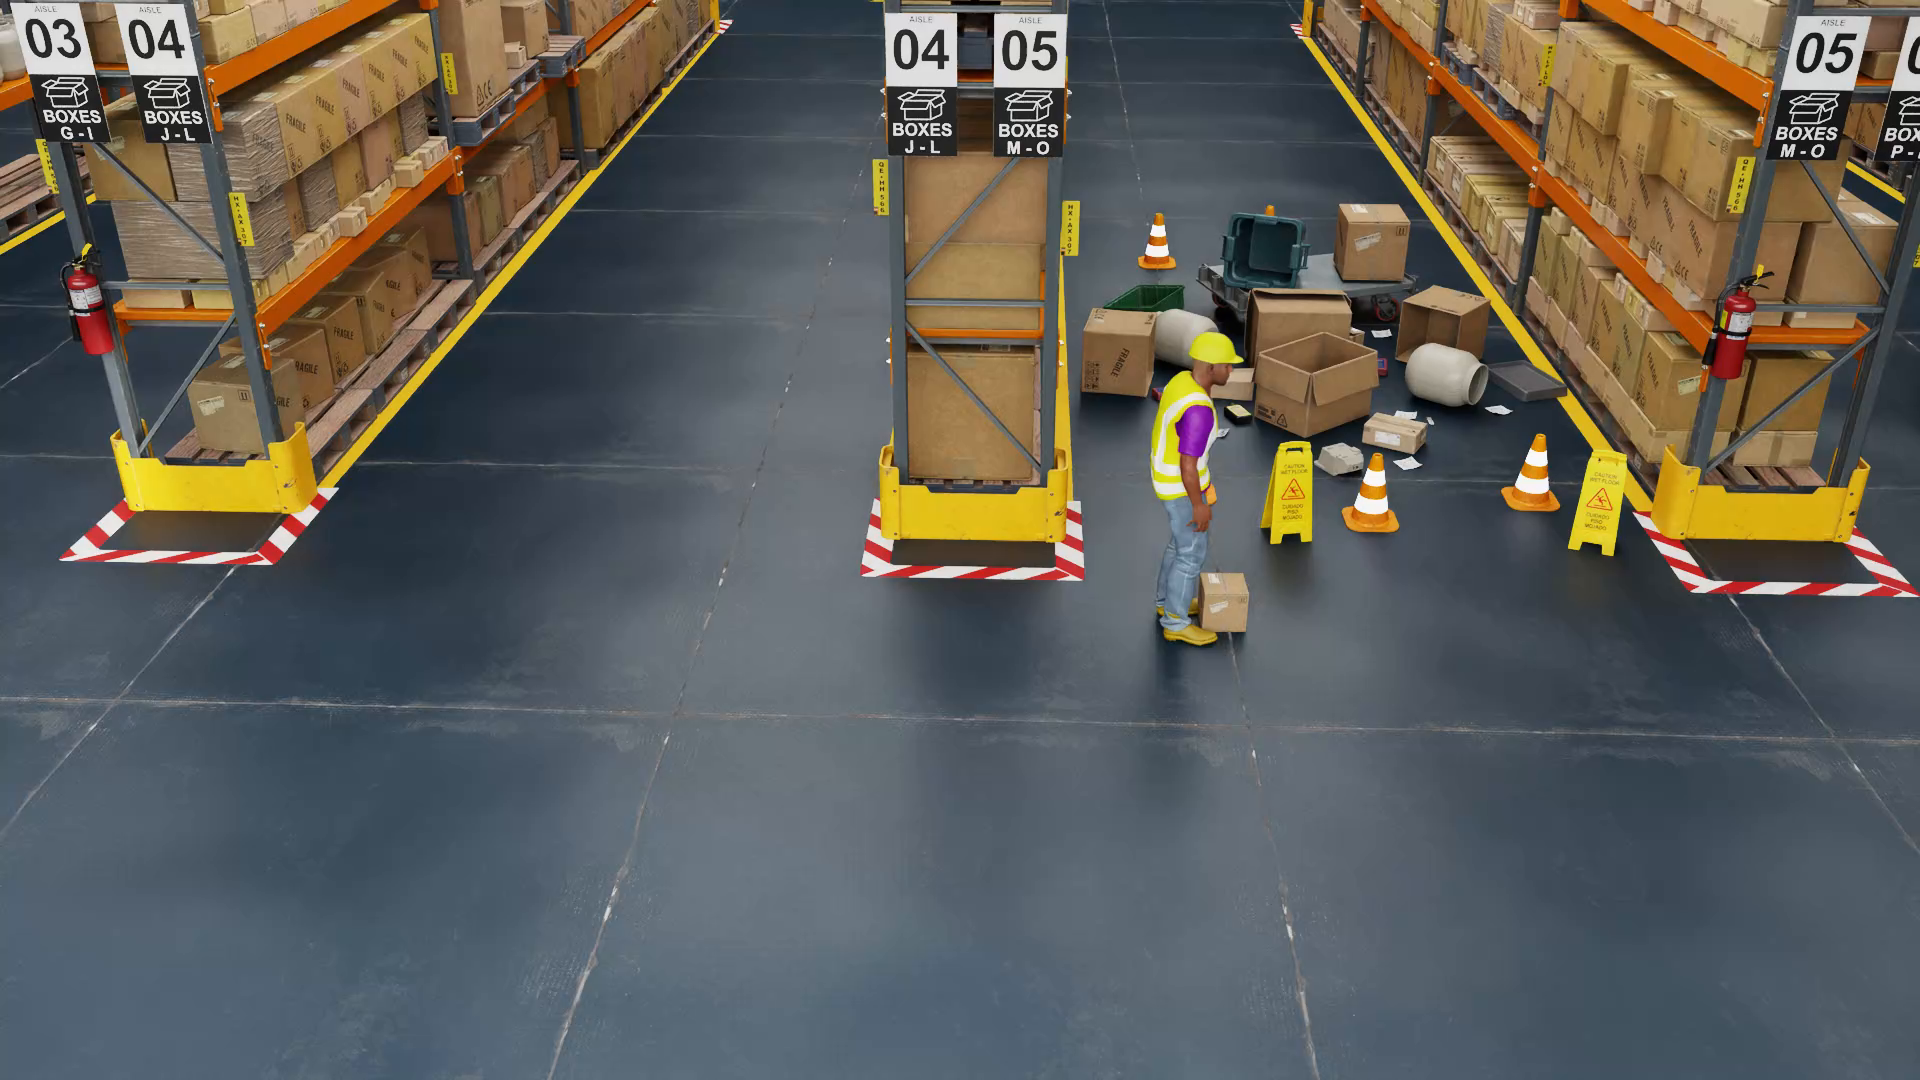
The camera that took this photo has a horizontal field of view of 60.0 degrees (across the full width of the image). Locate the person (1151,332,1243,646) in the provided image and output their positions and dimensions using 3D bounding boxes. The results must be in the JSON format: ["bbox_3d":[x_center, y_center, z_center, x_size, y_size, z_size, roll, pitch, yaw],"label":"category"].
[{"bbox_3d":[1.279,-0.305,9.180,0.456,1.761,0.623,1,28,2],"label":"person"}]
